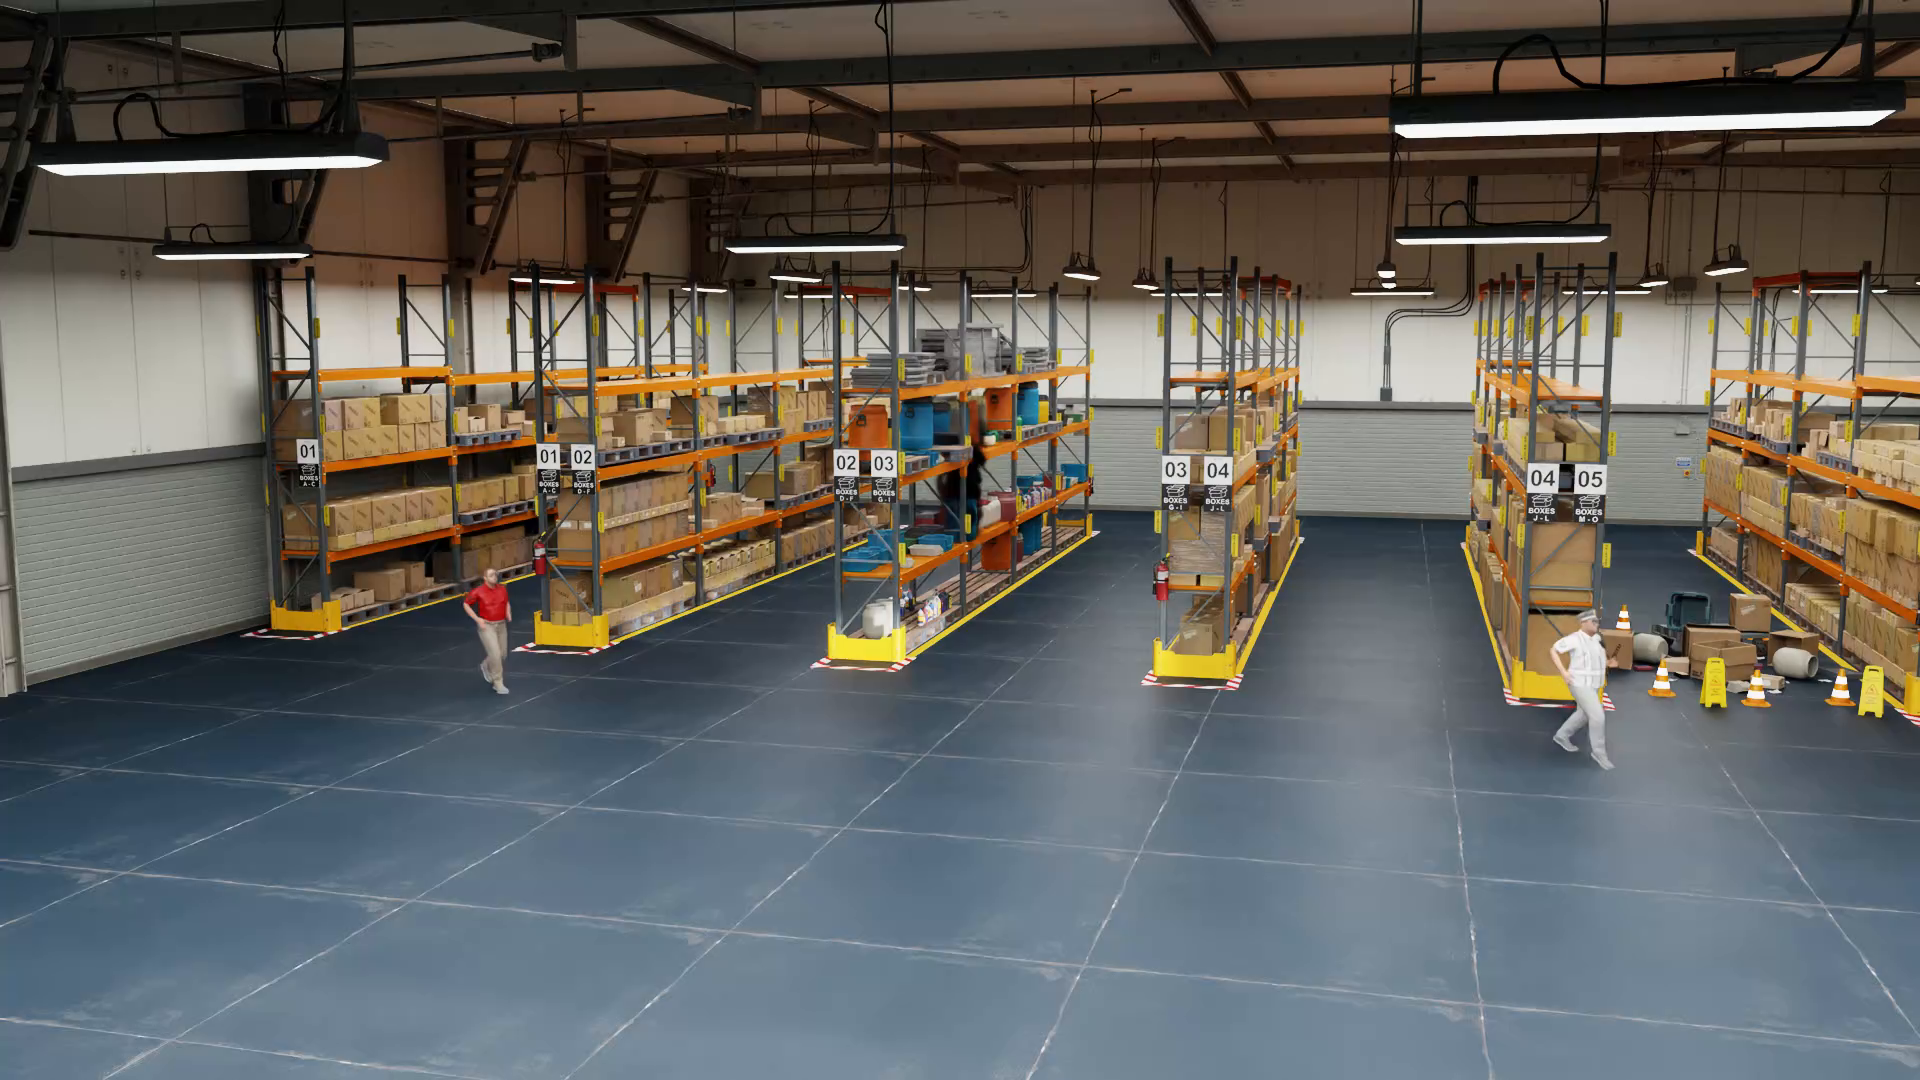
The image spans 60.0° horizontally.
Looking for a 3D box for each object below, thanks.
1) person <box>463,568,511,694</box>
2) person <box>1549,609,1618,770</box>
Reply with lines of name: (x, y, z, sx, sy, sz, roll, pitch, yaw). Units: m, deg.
person: (-6.525, 1.240, 23.093, 0.780, 1.724, 0.670, 6, 9, 40)
person: (7.261, 1.699, 19.279, 0.668, 1.808, 0.899, -6, 9, -39)
